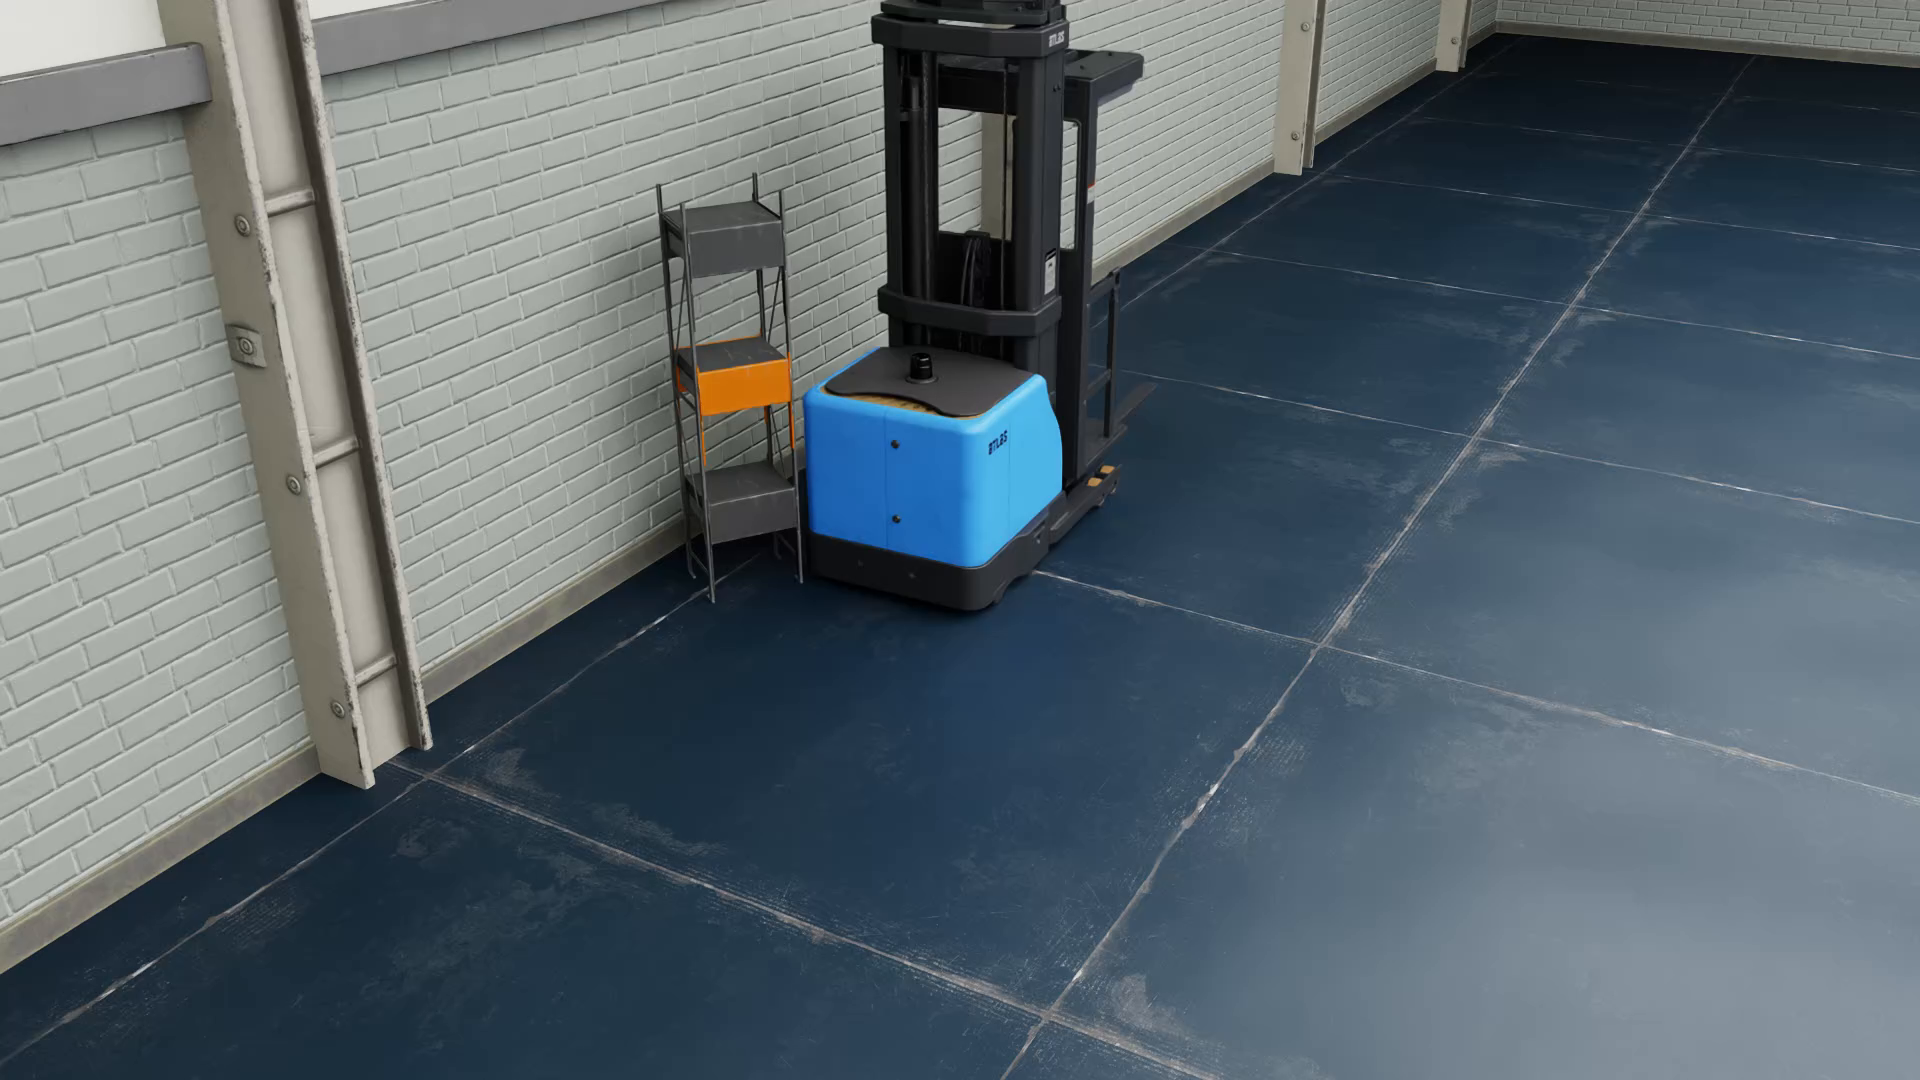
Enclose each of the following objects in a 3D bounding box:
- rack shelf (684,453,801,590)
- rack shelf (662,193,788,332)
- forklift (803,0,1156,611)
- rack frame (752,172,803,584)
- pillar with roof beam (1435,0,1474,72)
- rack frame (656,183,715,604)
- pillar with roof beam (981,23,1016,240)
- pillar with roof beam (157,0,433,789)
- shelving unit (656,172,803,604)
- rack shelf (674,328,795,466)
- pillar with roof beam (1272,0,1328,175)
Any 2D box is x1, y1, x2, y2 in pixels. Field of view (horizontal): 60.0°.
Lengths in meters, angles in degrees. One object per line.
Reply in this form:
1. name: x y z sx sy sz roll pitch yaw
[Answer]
1. rack shelf: -1.145 -0.102 8.702 0.480 0.518 0.431 -13 29 -23
2. rack shelf: -1.144 -1.354 8.075 0.480 0.518 0.431 -13 29 -23
3. forklift: 0.300 -1.585 9.141 1.130 2.935 3.031 13 29 23
4. rack frame: -0.926 -0.788 8.479 0.015 2.100 0.400 -13 29 -23
5. pillar with roof beam: 10.025 -9.133 17.442 9.100 9.000 0.400 14 30 26
6. rack frame: -1.363 -0.691 8.285 0.015 2.100 0.400 -13 29 -23
7. pillar with roof beam: 4.121 -4.457 8.100 9.100 9.000 0.400 14 30 26
8. pillar with roof beam: 1.170 -2.118 3.429 9.100 9.000 0.400 14 30 26
9. shelving unit: -1.144 -0.740 8.382 0.503 2.100 0.431 -13 29 -23
10. rack shelf: -1.144 -0.728 8.388 0.480 0.518 0.431 -13 29 -23
11. pillar with roof beam: 7.073 -6.795 12.771 9.100 9.000 0.400 14 30 26
